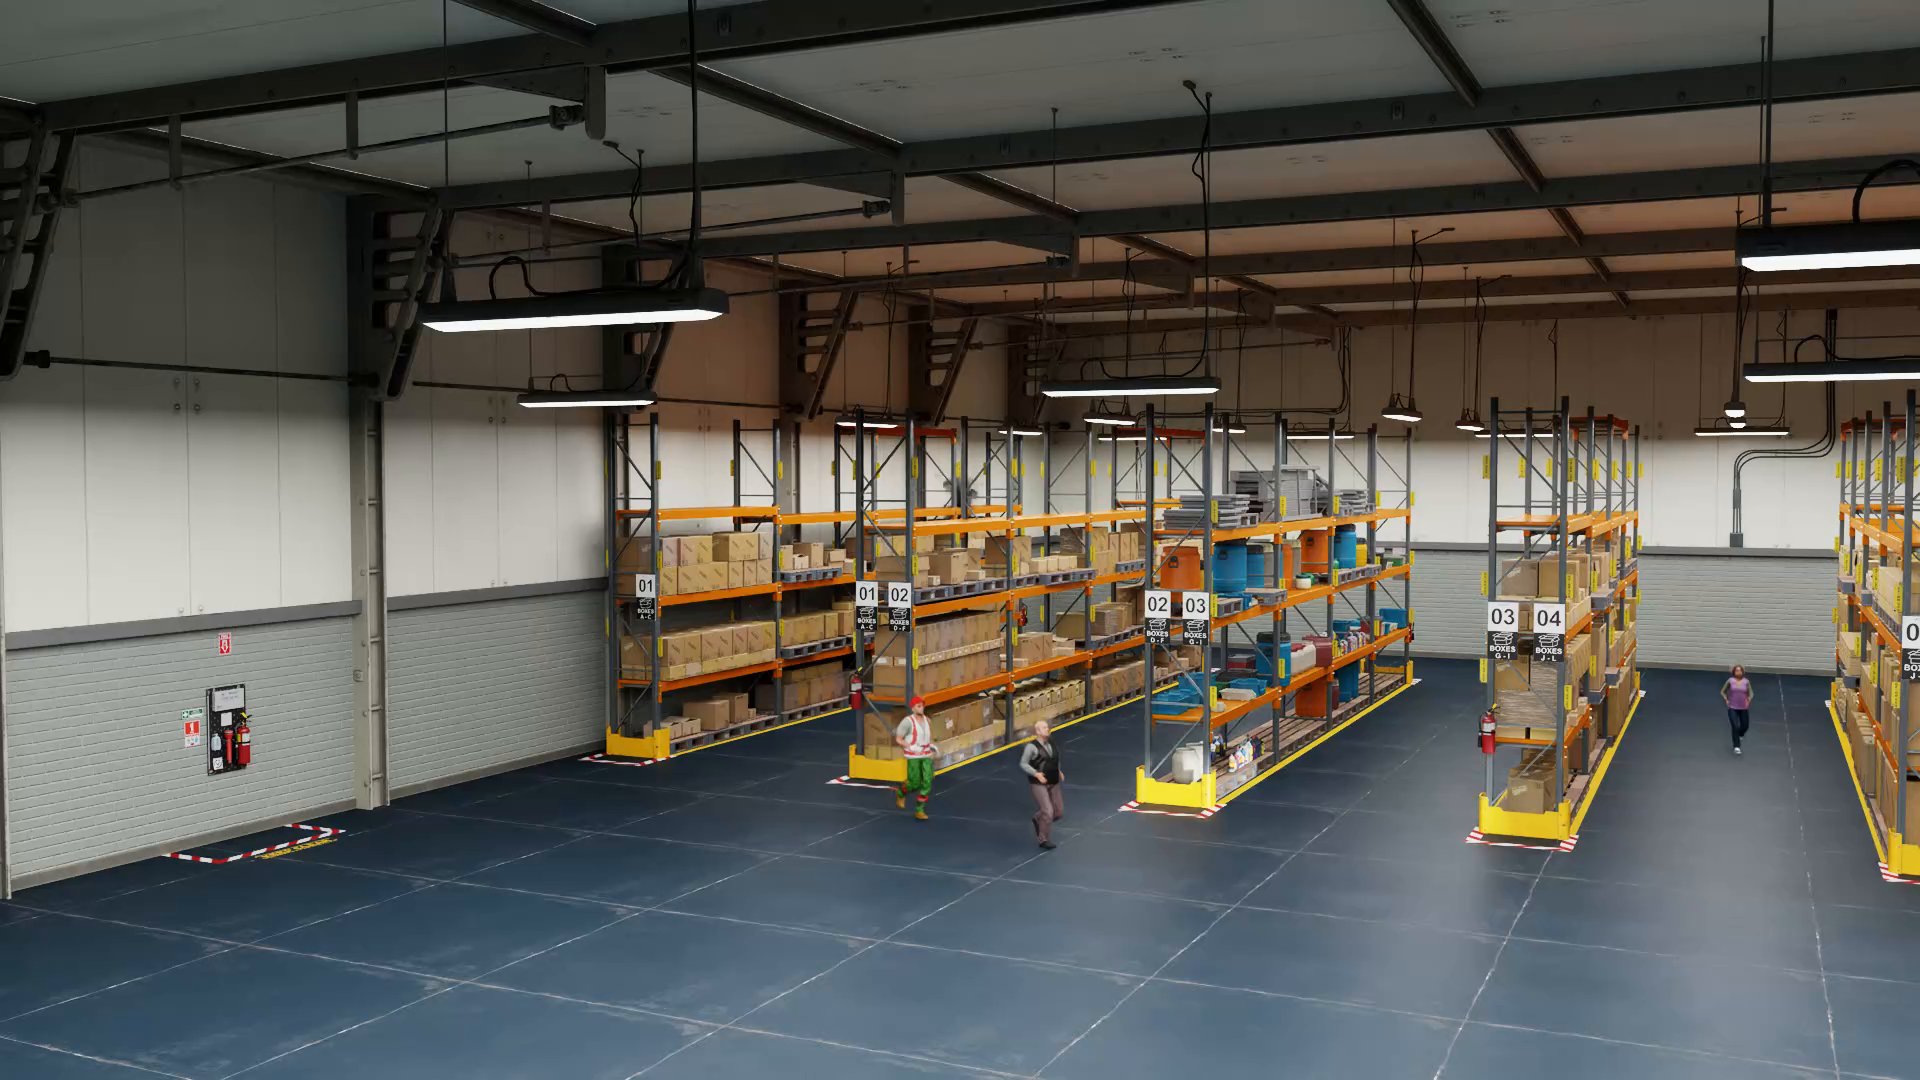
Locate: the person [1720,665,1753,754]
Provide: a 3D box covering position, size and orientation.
[{"bbox_3d":[13.762,2.985,29.460,0.538,1.549,0.608,1,3,17],"label":"person"}]

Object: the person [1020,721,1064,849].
[{"bbox_3d":[1.096,3.234,22.069,0.657,1.671,0.612,-2,3,-37],"label":"person"}]

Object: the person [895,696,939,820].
[{"bbox_3d":[-0.636,3.119,23.926,0.652,1.748,0.709,-2,3,-38],"label":"person"}]
